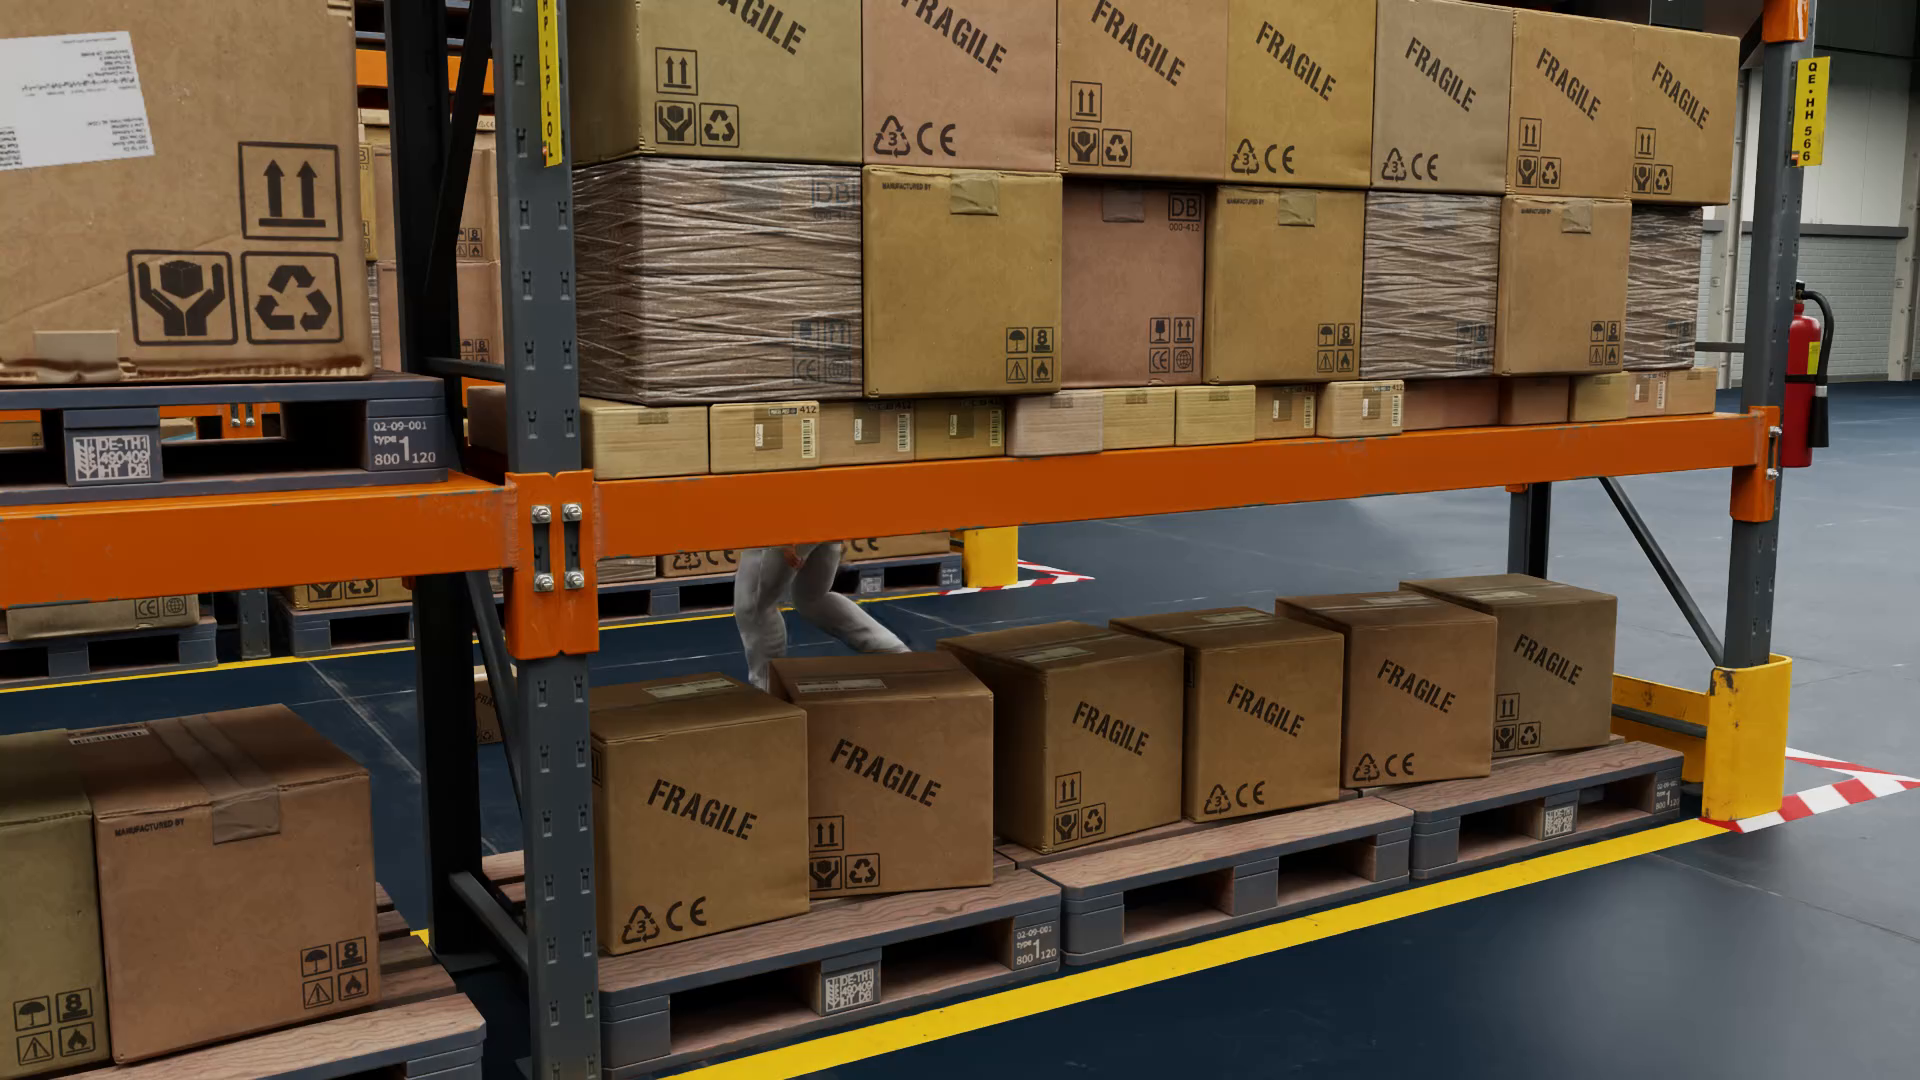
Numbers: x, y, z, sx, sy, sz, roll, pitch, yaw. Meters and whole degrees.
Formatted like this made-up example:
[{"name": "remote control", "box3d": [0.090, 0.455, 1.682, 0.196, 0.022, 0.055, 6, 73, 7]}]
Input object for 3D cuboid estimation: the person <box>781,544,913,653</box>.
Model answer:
[{"name": "person", "box3d": [-0.578, -0.082, 6.423, 0.769, 1.628, 0.499, 3, 9, 17]}]
